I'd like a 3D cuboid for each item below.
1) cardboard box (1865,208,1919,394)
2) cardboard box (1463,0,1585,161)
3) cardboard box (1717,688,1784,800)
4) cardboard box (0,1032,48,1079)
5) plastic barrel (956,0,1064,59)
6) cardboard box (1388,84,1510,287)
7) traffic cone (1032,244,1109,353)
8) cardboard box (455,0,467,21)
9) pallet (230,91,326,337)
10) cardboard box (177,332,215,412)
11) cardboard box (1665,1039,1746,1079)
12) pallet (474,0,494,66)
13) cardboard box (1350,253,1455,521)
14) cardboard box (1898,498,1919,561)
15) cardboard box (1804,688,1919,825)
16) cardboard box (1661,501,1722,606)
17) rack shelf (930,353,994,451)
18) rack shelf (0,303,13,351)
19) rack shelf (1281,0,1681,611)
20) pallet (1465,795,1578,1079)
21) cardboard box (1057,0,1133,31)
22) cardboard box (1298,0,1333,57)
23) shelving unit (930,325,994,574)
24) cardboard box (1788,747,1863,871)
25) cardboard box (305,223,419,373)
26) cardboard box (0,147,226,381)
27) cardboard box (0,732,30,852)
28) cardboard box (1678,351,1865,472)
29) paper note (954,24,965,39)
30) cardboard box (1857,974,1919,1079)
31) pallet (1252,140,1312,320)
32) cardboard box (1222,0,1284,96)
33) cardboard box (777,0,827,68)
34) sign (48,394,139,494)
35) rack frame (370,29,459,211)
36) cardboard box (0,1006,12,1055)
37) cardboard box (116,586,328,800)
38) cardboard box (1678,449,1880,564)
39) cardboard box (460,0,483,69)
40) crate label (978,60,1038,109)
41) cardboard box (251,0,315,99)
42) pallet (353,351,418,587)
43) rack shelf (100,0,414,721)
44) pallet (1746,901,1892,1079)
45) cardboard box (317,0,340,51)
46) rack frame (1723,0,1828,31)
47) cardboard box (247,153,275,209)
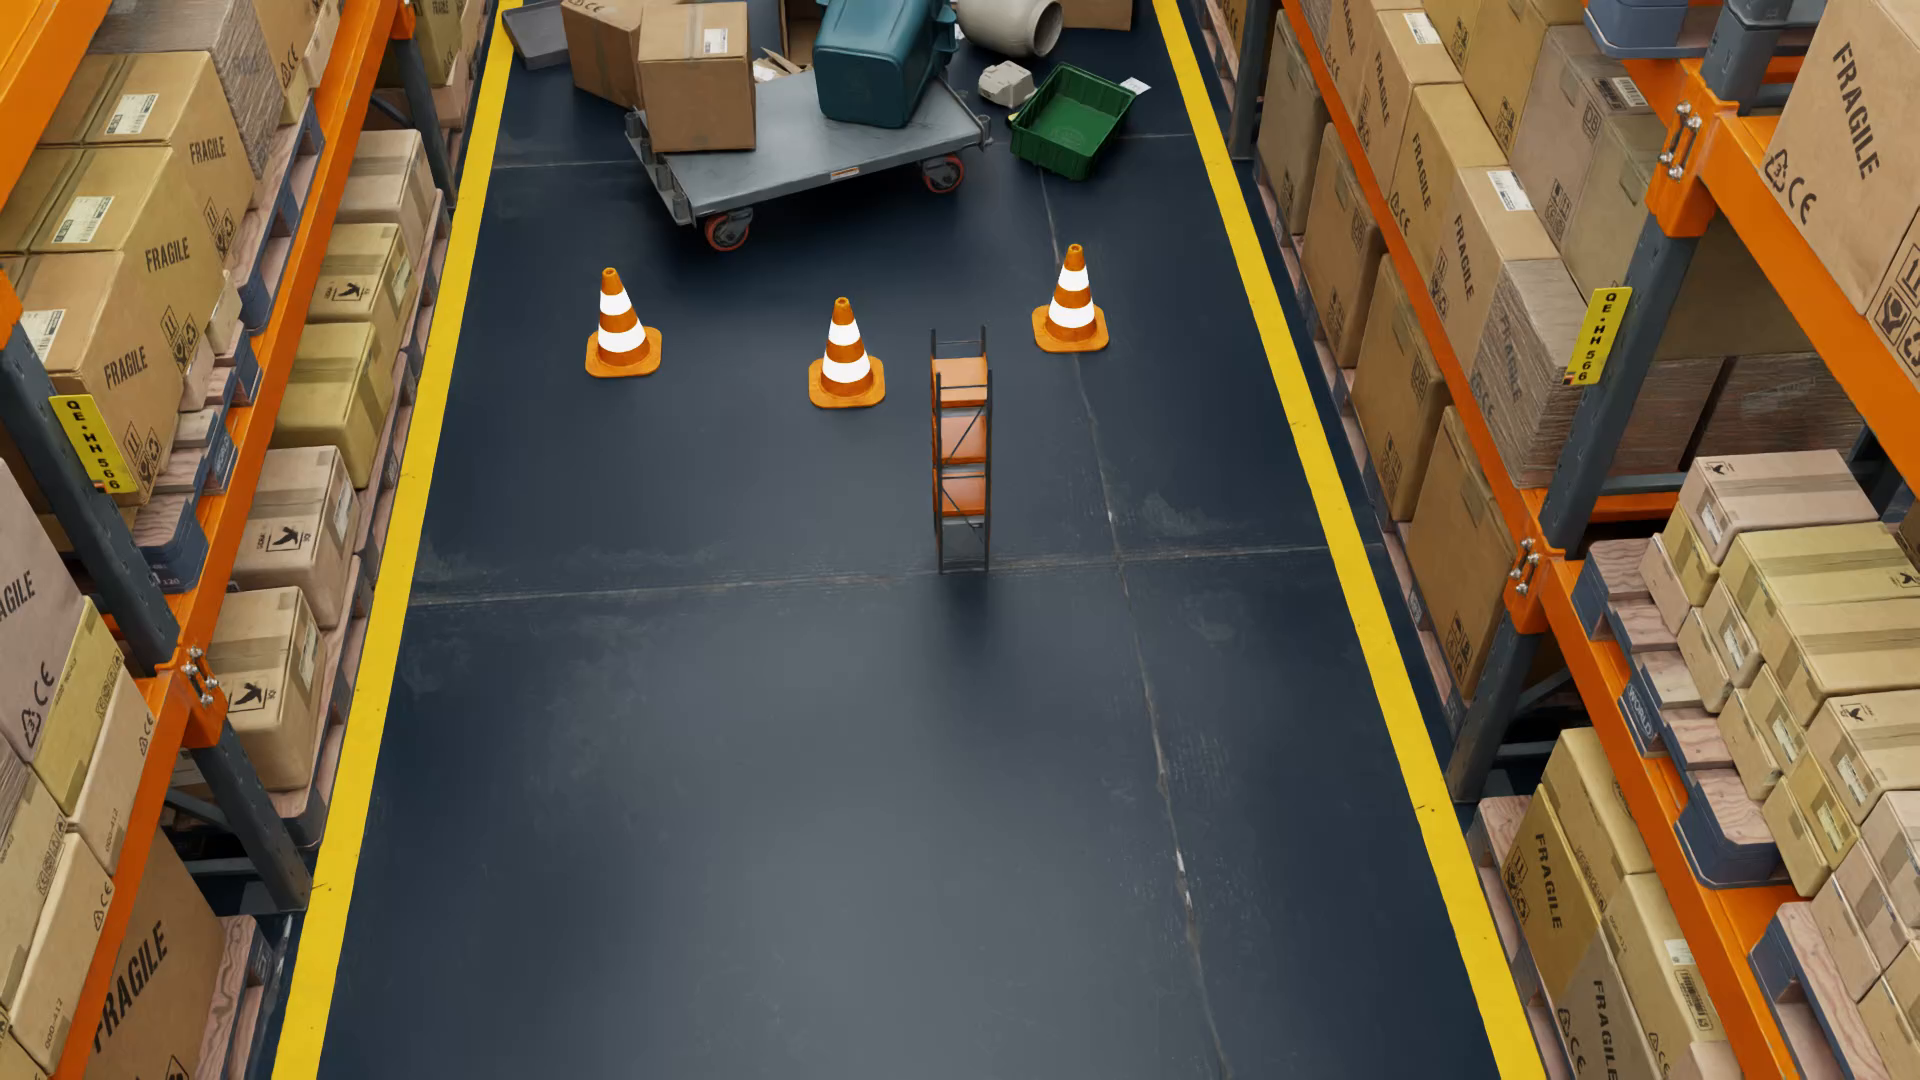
[{"bbox_3d":[2.066,-0.448,2.974,0.500,0.500,0.500,-3,47,-3],"label":"cardboard box"},{"bbox_3d":[2.118,-1.614,5.455,0.700,0.500,0.500,-4,47,-4],"label":"cardboard box"},{"bbox_3d":[2.116,0.494,4.100,0.380,0.149,0.250,-1,47,-1],"label":"cardboard box"},{"bbox_3d":[-2.304,1.336,3.522,0.500,0.250,0.500,-4,47,-4],"label":"cardboard box"},{"bbox_3d":[0.276,-2.909,9.213,0.512,0.421,0.421,27,52,23],"label":"plastic barrel"},{"bbox_3d":[1.847,-1.240,5.789,0.500,0.500,0.500,-4,47,-4],"label":"cardboard box"},{"bbox_3d":[0.507,-1.133,7.504,0.336,0.463,0.334,-3,47,-3],"label":"traffic cone"},{"bbox_3d":[-2.862,-2.980,8.594,0.500,0.500,0.500,-2,47,-2],"label":"cardboard box"},{"bbox_3d":[-2.896,-1.163,5.918,1.003,0.211,1.213,-3,47,-3],"label":"pallet"},{"bbox_3d":[-2.499,-0.511,5.052,0.380,0.149,0.250,-6,47,-6],"label":"cardboard box"},{"bbox_3d":[2.122,1.523,4.157,0.500,0.250,0.500,-3,47,-3],"label":"cardboard box"},{"bbox_3d":[-3.221,-3.103,9.543,1.003,0.211,1.213,-3,47,-3],"label":"pallet"},{"bbox_3d":[2.197,-0.622,6.534,1.050,0.750,0.750,-3,47,-3],"label":"cardboard box"},{"bbox_3d":[2.730,-0.004,4.366,0.380,0.149,0.250,-3,47,-2],"label":"cardboard box"},{"bbox_3d":[2.143,0.474,3.709,0.380,0.149,0.250,-5,47,-5],"label":"cardboard box"},{"bbox_3d":[2.075,0.028,4.336,0.380,0.149,0.250,-2,47,-2],"label":"cardboard box"},{"bbox_3d":[0.004,-0.510,6.134,0.215,0.259,0.240,-3,47,-3],"label":"rack shelf"},{"bbox_3d":[-2.522,0.864,2.296,1.077,0.370,4.000,-3,47,-3],"label":"rack shelf"},{"bbox_3d":[2.067,-1.373,6.480,1.077,0.370,4.000,-3,47,-3],"label":"rack shelf"},{"bbox_3d":[2.298,1.351,5.325,1.003,0.211,1.213,-3,47,-3],"label":"pallet"},{"bbox_3d":[0.747,-3.269,9.500,0.500,0.500,0.500,4,47,4],"label":"cardboard box"},{"bbox_3d":[1.718,-2.339,6.831,0.500,0.500,0.500,-3,47,-3],"label":"cardboard box"},{"bbox_3d":[0.004,-0.322,6.332,0.215,1.050,0.252,-3,47,-3],"label":"shelving unit"},{"bbox_3d":[2.147,0.600,3.795,0.380,0.149,0.250,-3,47,-3],"label":"cardboard box"},{"bbox_3d":[-2.915,-1.035,7.185,0.950,0.372,0.625,-1,47,-1],"label":"cardboard box"},{"bbox_3d":[-2.548,-0.797,4.875,0.500,0.500,0.500,-1,47,-1],"label":"cardboard box"},{"bbox_3d":[-2.335,0.552,3.404,0.500,0.500,0.500,-3,47,-3],"label":"cardboard box"},{"bbox_3d":[2.466,-0.549,5.135,0.500,0.500,0.500,-3,47,-3],"label":"cardboard box"},{"bbox_3d":[-0.038,-2.915,9.495,0.172,0.023,0.155,11,48,10],"label":"paper note"},{"bbox_3d":[2.184,1.064,3.560,0.380,0.149,0.250,-3,47,-3],"label":"cardboard box"},{"bbox_3d":[2.039,-1.555,8.077,1.003,0.211,1.213,-3,47,-3],"label":"pallet"},{"bbox_3d":[1.917,-2.940,8.643,0.875,0.875,0.875,-3,47,-3],"label":"cardboard box"},{"bbox_3d":[-0.603,-2.982,9.135,0.797,0.637,0.503,-3,47,-3],"label":"cardboard box"},{"bbox_3d":[-2.137,-0.233,4.108,0.100,0.325,0.005,-3,47,-3],"label":"sign"},{"bbox_3d":[-3.025,-2.693,7.235,1.000,3.000,0.127,-3,47,-3],"label":"rack frame"},{"bbox_3d":[-2.286,1.155,3.349,0.500,0.250,0.500,-5,47,-4],"label":"cardboard box"},{"bbox_3d":[-2.727,0.551,5.683,0.950,0.372,0.625,-6,47,-6],"label":"cardboard box"},{"bbox_3d":[2.080,-0.086,4.240,0.380,0.149,0.250,-3,47,-3],"label":"cardboard box"},{"bbox_3d":[-2.861,-2.721,8.866,0.500,0.250,0.500,-1,47,-1],"label":"cardboard box"},{"bbox_3d":[0.247,-2.469,8.994,0.298,0.136,0.250,-36,56,-29],"label":"crate label"},{"bbox_3d":[-2.677,-1.922,5.941,0.500,0.500,0.500,-2,47,-2],"label":"cardboard box"},{"bbox_3d":[-2.853,-0.286,6.876,1.003,0.211,1.213,-3,47,-3],"label":"pallet"},{"bbox_3d":[-2.857,-0.999,6.125,1.077,0.370,4.000,-3,47,-3],"label":"rack shelf"},{"bbox_3d":[2.441,1.323,3.564,1.003,0.211,1.213,-3,47,-3],"label":"pallet"},{"bbox_3d":[-2.645,-2.019,6.480,0.380,0.149,0.250,-4,47,-4],"label":"cardboard box"},{"bbox_3d":[2.234,-2.236,2.670,1.000,3.000,0.127,-3,47,-3],"label":"rack frame"},{"bbox_3d":[-2.619,-1.276,5.776,0.380,0.149,0.250,-2,47,-2],"label":"cardboard box"}]
